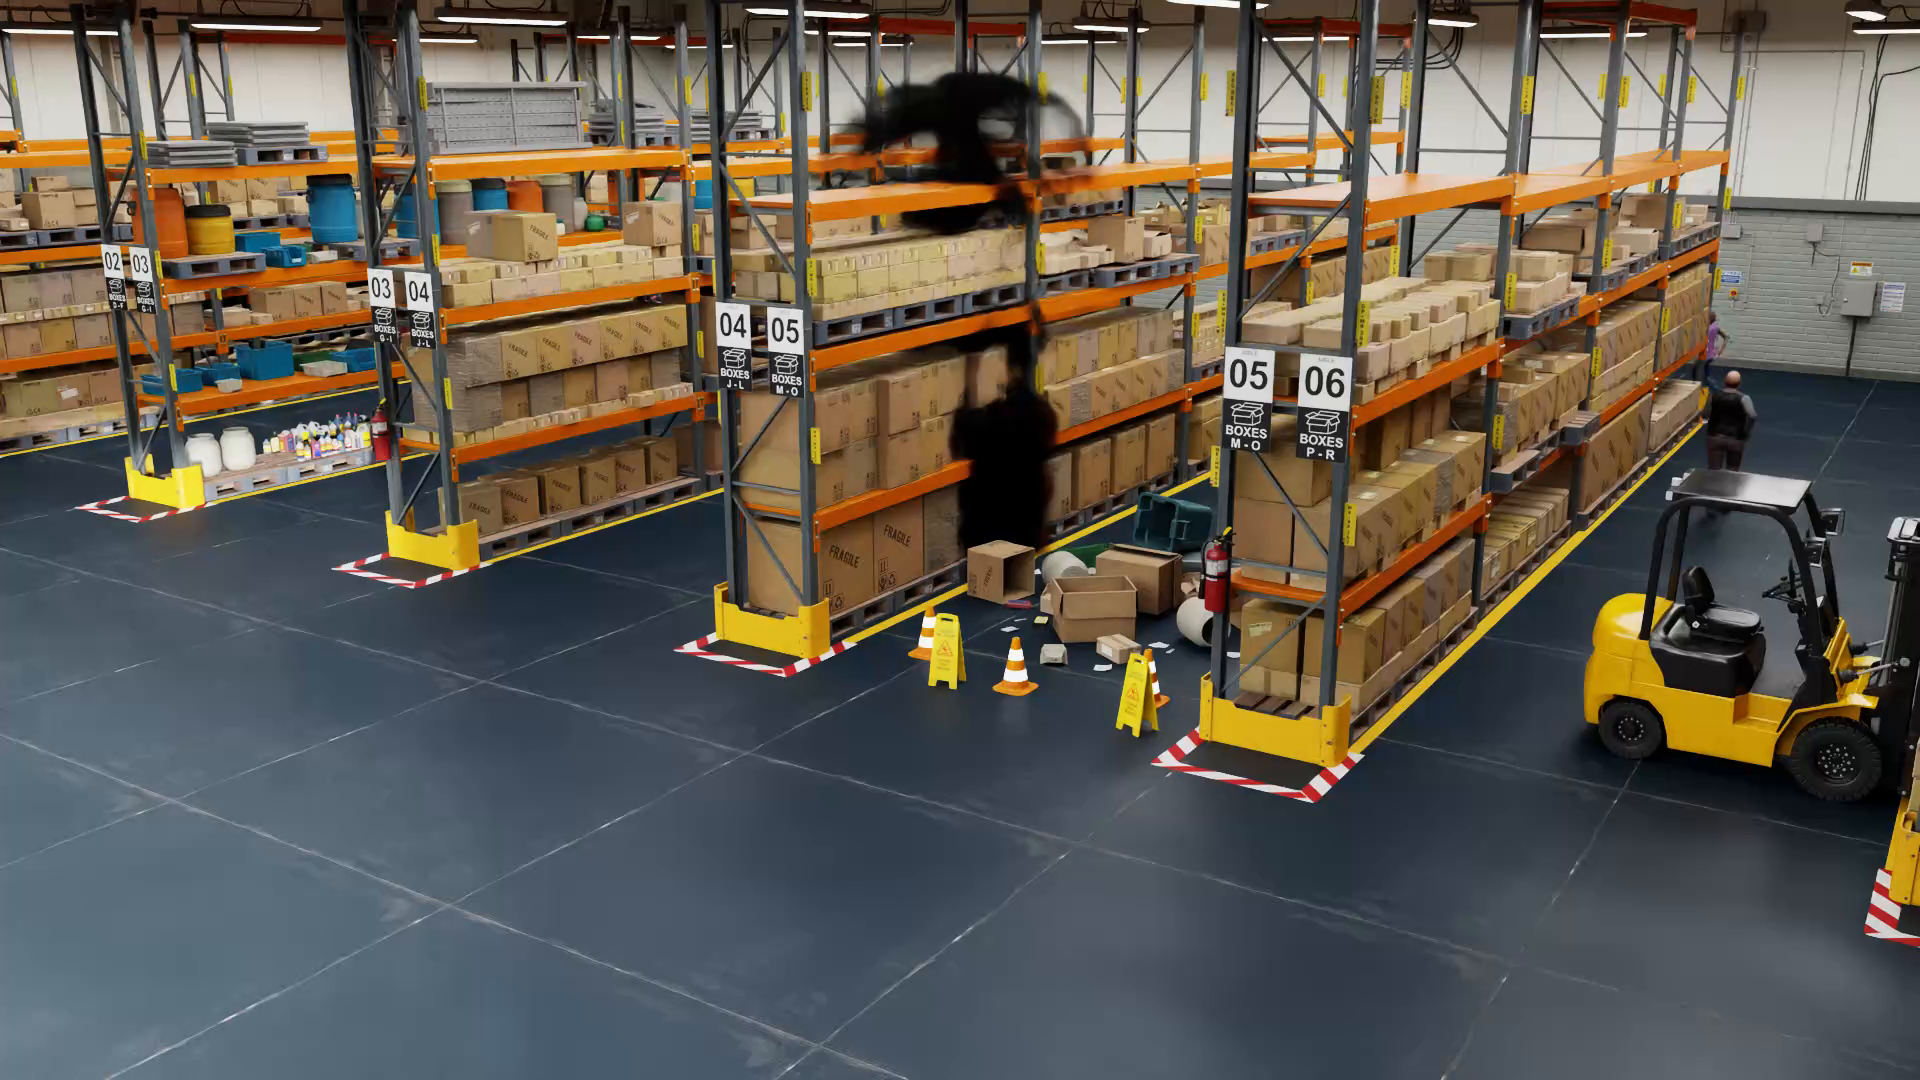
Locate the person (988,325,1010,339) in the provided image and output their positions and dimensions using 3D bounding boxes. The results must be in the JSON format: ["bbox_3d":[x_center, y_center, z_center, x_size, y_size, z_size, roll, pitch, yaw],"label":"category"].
[{"bbox_3d":[0.622,-2.481,24.911,0.651,1.738,0.599,8,17,27],"label":"person"}]

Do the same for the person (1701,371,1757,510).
[{"bbox_3d":[9.339,-1.176,20.277,0.641,1.781,0.727,9,18,28],"label":"person"}]

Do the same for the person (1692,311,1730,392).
[{"bbox_3d":[11.927,-2.910,26.688,0.553,1.584,0.814,-9,18,-30],"label":"person"}]
